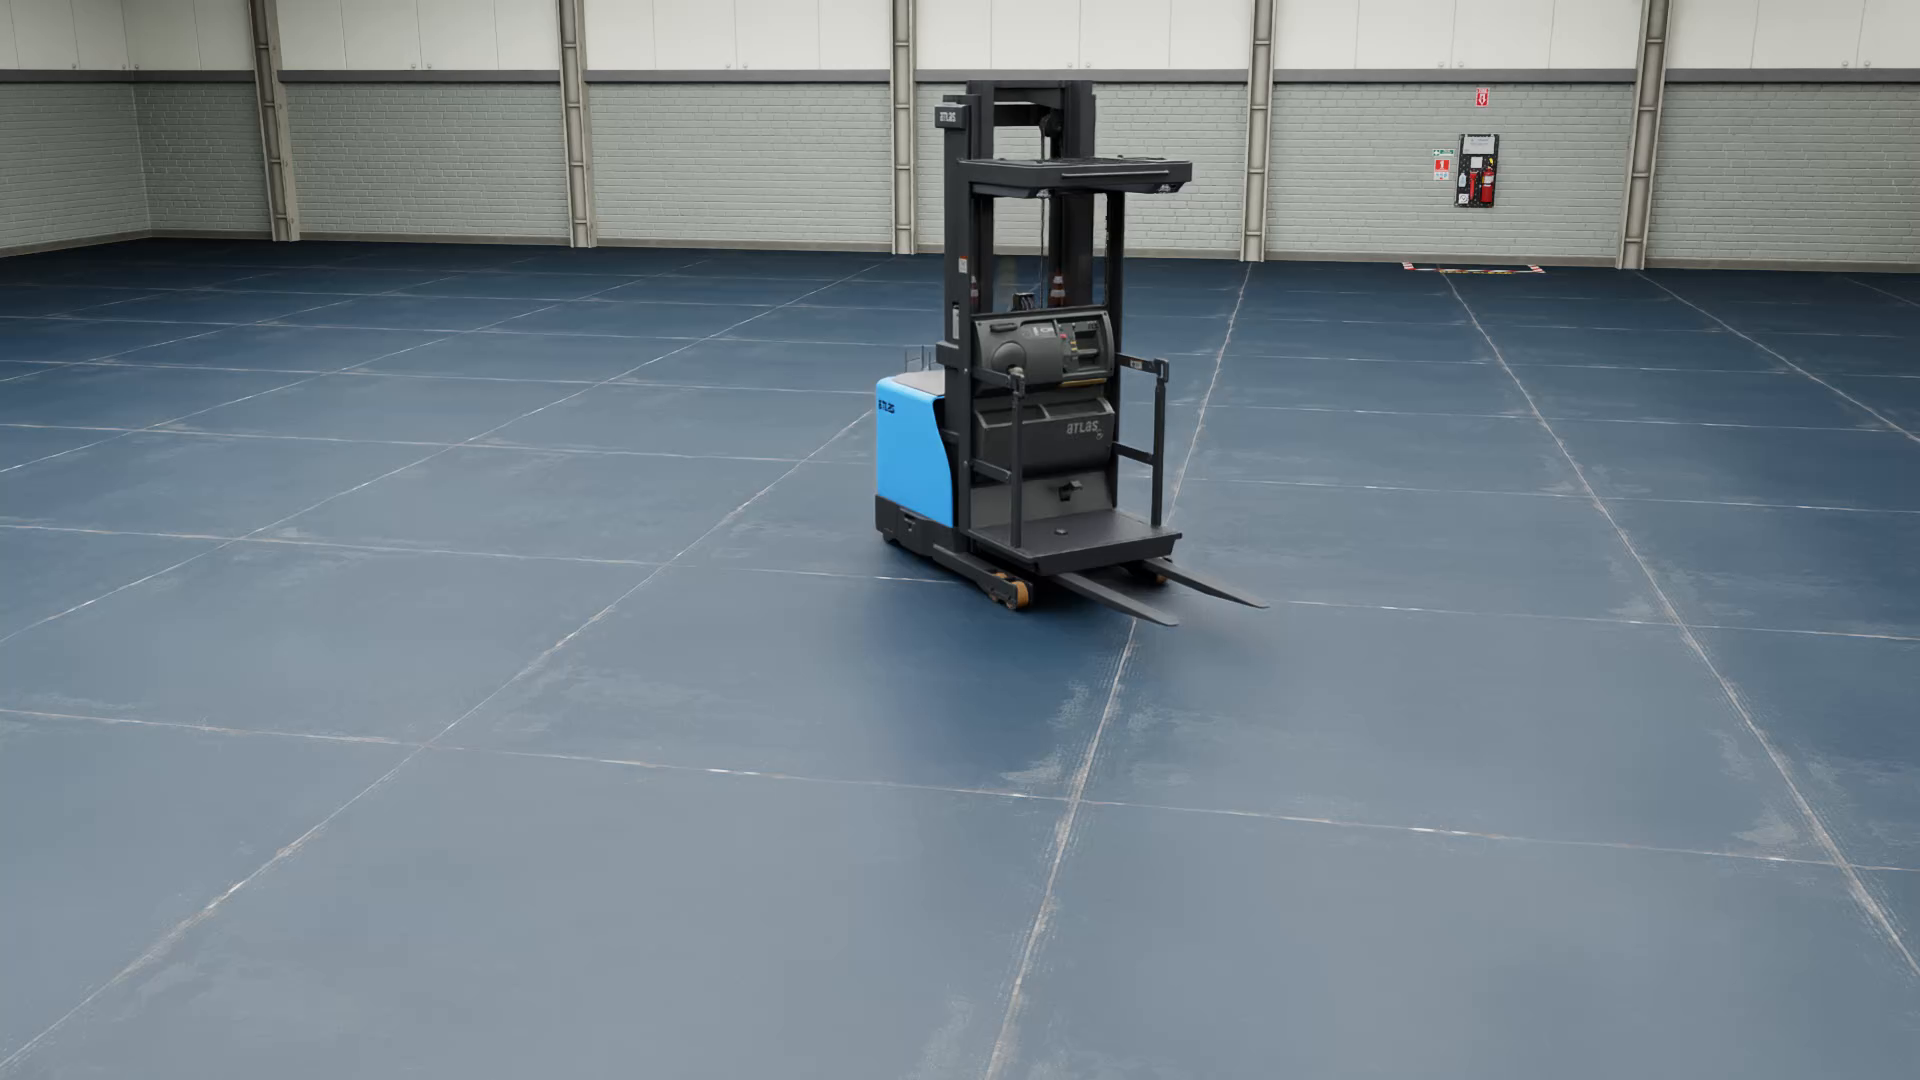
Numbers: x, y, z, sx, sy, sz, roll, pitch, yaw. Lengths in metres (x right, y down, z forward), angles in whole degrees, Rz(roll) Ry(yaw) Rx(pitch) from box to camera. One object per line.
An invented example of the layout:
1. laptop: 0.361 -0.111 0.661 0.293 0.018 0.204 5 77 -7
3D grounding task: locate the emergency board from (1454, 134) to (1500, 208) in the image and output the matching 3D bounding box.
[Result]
1. emergency board: 8.382 -5.972 26.931 0.643 1.169 0.194 3 16 11

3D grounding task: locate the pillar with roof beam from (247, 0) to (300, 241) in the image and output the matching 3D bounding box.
1. pillar with roof beam: -13.580 -8.872 26.163 0.400 9.000 9.100 3 16 11

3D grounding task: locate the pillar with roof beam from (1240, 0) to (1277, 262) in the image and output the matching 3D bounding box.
1. pillar with roof beam: 4.059 -7.914 22.706 0.400 9.000 9.100 3 16 11

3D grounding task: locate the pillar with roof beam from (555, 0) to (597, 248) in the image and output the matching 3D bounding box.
1. pillar with roof beam: -7.701 -8.553 25.010 0.400 9.000 9.100 3 16 11

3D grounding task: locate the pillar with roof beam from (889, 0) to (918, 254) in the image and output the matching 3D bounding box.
1. pillar with roof beam: -1.821 -8.233 23.858 0.400 9.000 9.100 3 16 11

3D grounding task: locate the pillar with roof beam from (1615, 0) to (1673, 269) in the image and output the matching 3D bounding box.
1. pillar with roof beam: 9.938 -7.595 21.554 0.400 9.000 9.100 3 16 11

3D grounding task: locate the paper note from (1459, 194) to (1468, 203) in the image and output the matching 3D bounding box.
1. paper note: 8.222 -5.574 27.147 0.142 0.148 0.016 3 16 11

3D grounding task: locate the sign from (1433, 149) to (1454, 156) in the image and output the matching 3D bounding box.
1. sign: 7.864 -6.298 27.049 0.331 0.109 0.001 3 16 11

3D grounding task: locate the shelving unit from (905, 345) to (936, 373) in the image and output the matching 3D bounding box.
1. shelving unit: -0.227 -0.703 11.281 0.189 1.200 0.258 9 18 29

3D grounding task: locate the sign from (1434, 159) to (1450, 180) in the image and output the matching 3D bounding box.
1. sign: 7.861 -6.045 27.129 0.234 0.329 0.001 3 16 11

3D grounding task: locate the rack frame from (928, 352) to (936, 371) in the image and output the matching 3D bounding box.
1. rack frame: -0.148 -0.691 11.237 0.006 1.200 0.240 9 18 29

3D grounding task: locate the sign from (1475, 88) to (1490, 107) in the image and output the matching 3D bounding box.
1. sign: 8.394 -7.115 26.717 0.199 0.298 0.001 3 16 11

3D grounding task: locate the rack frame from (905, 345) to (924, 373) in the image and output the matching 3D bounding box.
1. rack frame: -0.307 -0.715 11.325 0.006 1.200 0.240 9 18 29

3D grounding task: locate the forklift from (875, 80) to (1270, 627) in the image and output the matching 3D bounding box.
1. forklift: 0.615 -1.151 9.657 1.130 2.935 3.031 -9 18 -29
